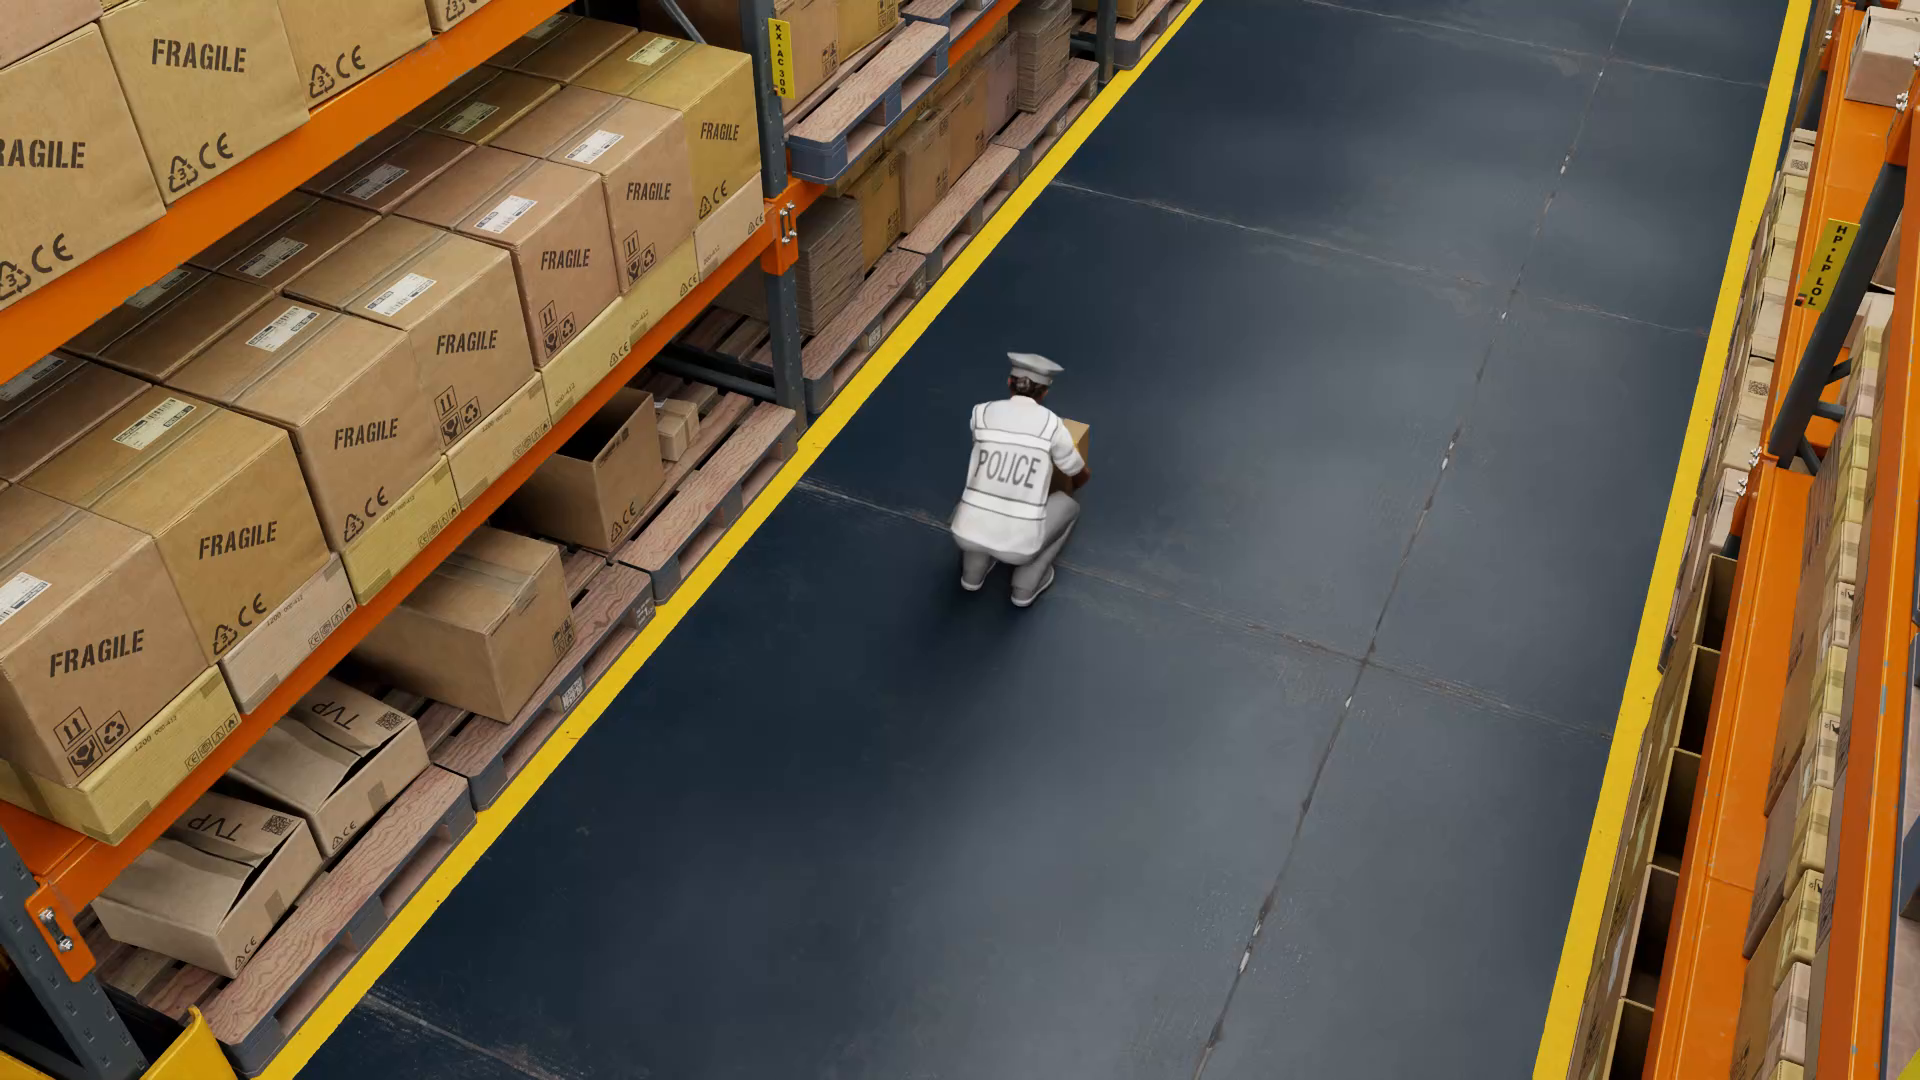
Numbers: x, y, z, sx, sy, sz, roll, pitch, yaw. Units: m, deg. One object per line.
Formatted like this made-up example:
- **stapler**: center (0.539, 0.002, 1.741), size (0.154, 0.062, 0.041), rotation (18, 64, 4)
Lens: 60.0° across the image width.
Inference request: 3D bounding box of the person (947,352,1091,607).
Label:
- **person**: center (0.247, -0.267, 6.997), size (0.508, 0.948, 0.843), rotation (18, 45, 18)
